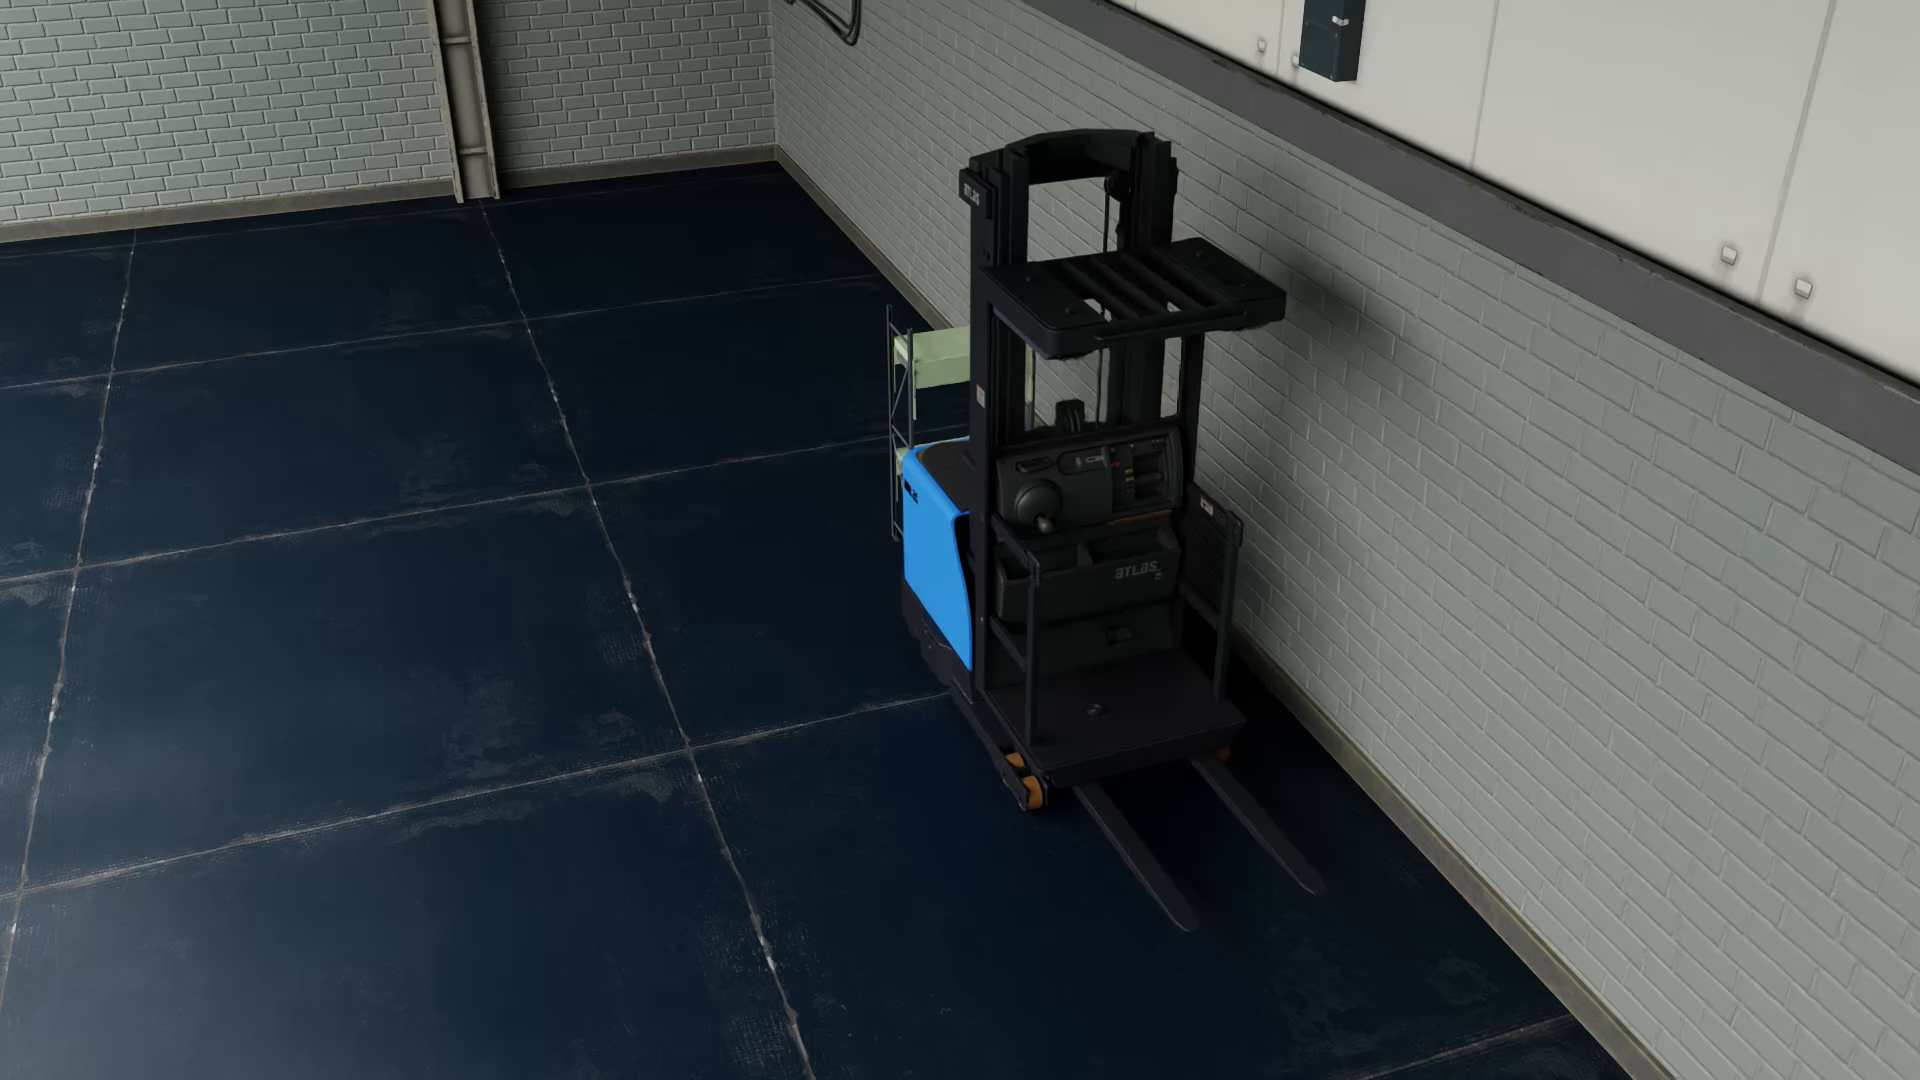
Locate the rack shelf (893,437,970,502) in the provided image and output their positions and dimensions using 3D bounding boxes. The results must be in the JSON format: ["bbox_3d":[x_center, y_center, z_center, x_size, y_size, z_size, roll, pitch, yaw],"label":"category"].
[{"bbox_3d":[0.006,-0.370,9.893,0.720,0.370,0.431,-10,31,-18],"label":"rack shelf"}]

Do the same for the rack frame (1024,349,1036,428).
[{"bbox_3d":[0.349,-0.716,9.842,0.023,1.500,0.400,-10,31,-18],"label":"rack frame"}]

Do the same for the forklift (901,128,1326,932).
[{"bbox_3d":[0.690,-0.230,7.544,1.130,2.935,3.031,-11,31,-19],"label":"forklift"}]

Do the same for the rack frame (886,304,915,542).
[{"bbox_3d":[-0.337,-0.590,9.620,0.023,1.500,0.400,-10,31,-18],"label":"rack frame"}]

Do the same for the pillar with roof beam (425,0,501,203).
[{"bbox_3d":[-3.099,-5.195,10.128,0.400,9.000,9.100,-10,31,-18],"label":"pillar with roof beam"}]

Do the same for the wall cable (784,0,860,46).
[{"bbox_3d":[-1.378,-5.738,14.218,0.112,2.526,3.097,-10,31,-18],"label":"wall cable"}]

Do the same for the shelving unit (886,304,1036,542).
[{"bbox_3d":[0.006,-0.653,9.731,0.755,1.500,0.431,-10,31,-18],"label":"shelving unit"}]

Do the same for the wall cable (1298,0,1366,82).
[{"bbox_3d":[1.917,-4.157,4.872,0.169,6.003,2.305,-10,31,-18],"label":"wall cable"}]

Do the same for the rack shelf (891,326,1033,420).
[{"bbox_3d":[0.006,-0.992,9.538,0.720,0.370,0.431,-10,31,-18],"label":"rack shelf"}]
